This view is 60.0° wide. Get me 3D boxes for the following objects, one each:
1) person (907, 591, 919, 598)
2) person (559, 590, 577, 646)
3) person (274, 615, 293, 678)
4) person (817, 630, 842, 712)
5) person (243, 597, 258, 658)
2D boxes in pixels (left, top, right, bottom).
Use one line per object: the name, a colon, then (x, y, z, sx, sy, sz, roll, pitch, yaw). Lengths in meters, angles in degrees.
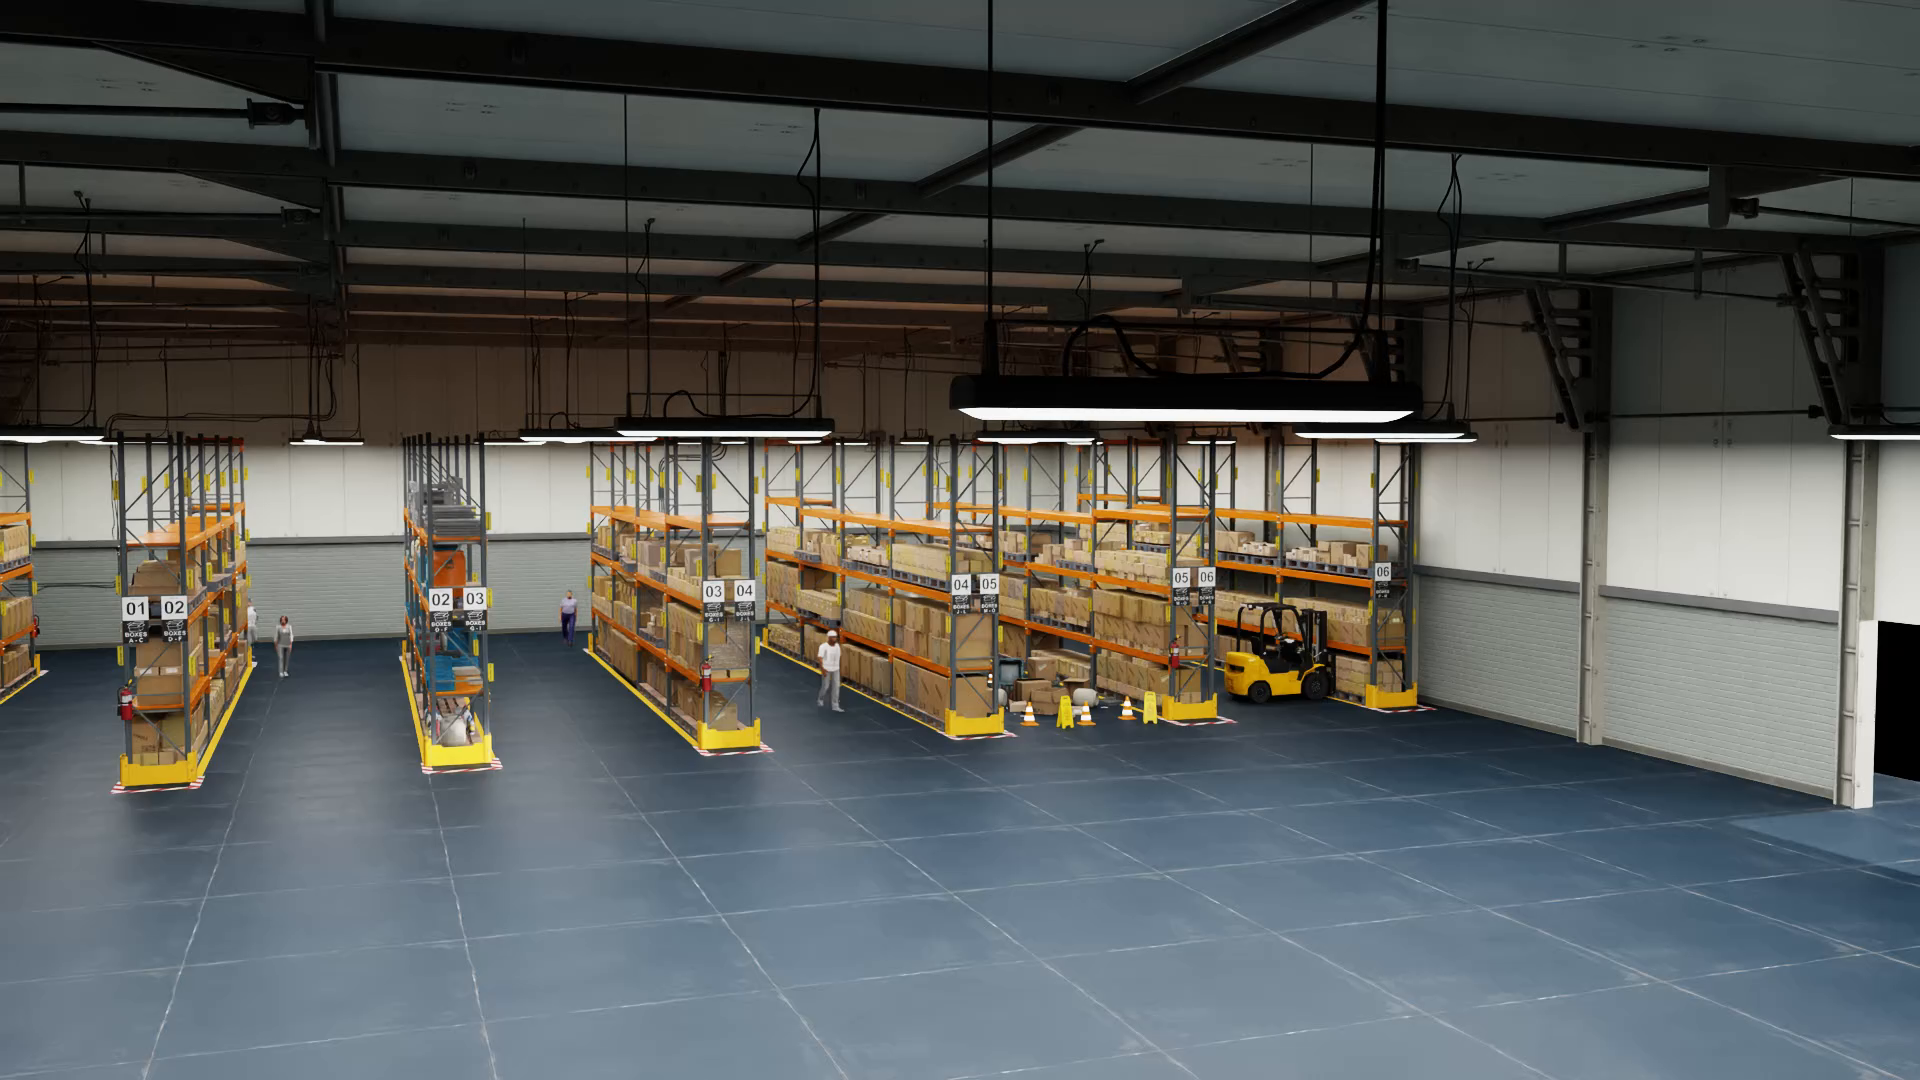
person: (-1.545, 1.969, 51.936, 0.855, 1.745, 0.535, 1, 3, 22)
person: (-11.373, 2.249, 48.246, 0.520, 1.619, 0.985, -1, 3, -12)
person: (-16.762, 2.641, 41.240, 0.434, 1.546, 0.967, -2, 4, -34)
person: (-2.800, 2.845, 36.327, 0.676, 1.739, 0.846, -3, 4, -42)
person: (-19.314, 2.368, 45.109, 0.531, 1.672, 0.488, 1, 3, 24)
